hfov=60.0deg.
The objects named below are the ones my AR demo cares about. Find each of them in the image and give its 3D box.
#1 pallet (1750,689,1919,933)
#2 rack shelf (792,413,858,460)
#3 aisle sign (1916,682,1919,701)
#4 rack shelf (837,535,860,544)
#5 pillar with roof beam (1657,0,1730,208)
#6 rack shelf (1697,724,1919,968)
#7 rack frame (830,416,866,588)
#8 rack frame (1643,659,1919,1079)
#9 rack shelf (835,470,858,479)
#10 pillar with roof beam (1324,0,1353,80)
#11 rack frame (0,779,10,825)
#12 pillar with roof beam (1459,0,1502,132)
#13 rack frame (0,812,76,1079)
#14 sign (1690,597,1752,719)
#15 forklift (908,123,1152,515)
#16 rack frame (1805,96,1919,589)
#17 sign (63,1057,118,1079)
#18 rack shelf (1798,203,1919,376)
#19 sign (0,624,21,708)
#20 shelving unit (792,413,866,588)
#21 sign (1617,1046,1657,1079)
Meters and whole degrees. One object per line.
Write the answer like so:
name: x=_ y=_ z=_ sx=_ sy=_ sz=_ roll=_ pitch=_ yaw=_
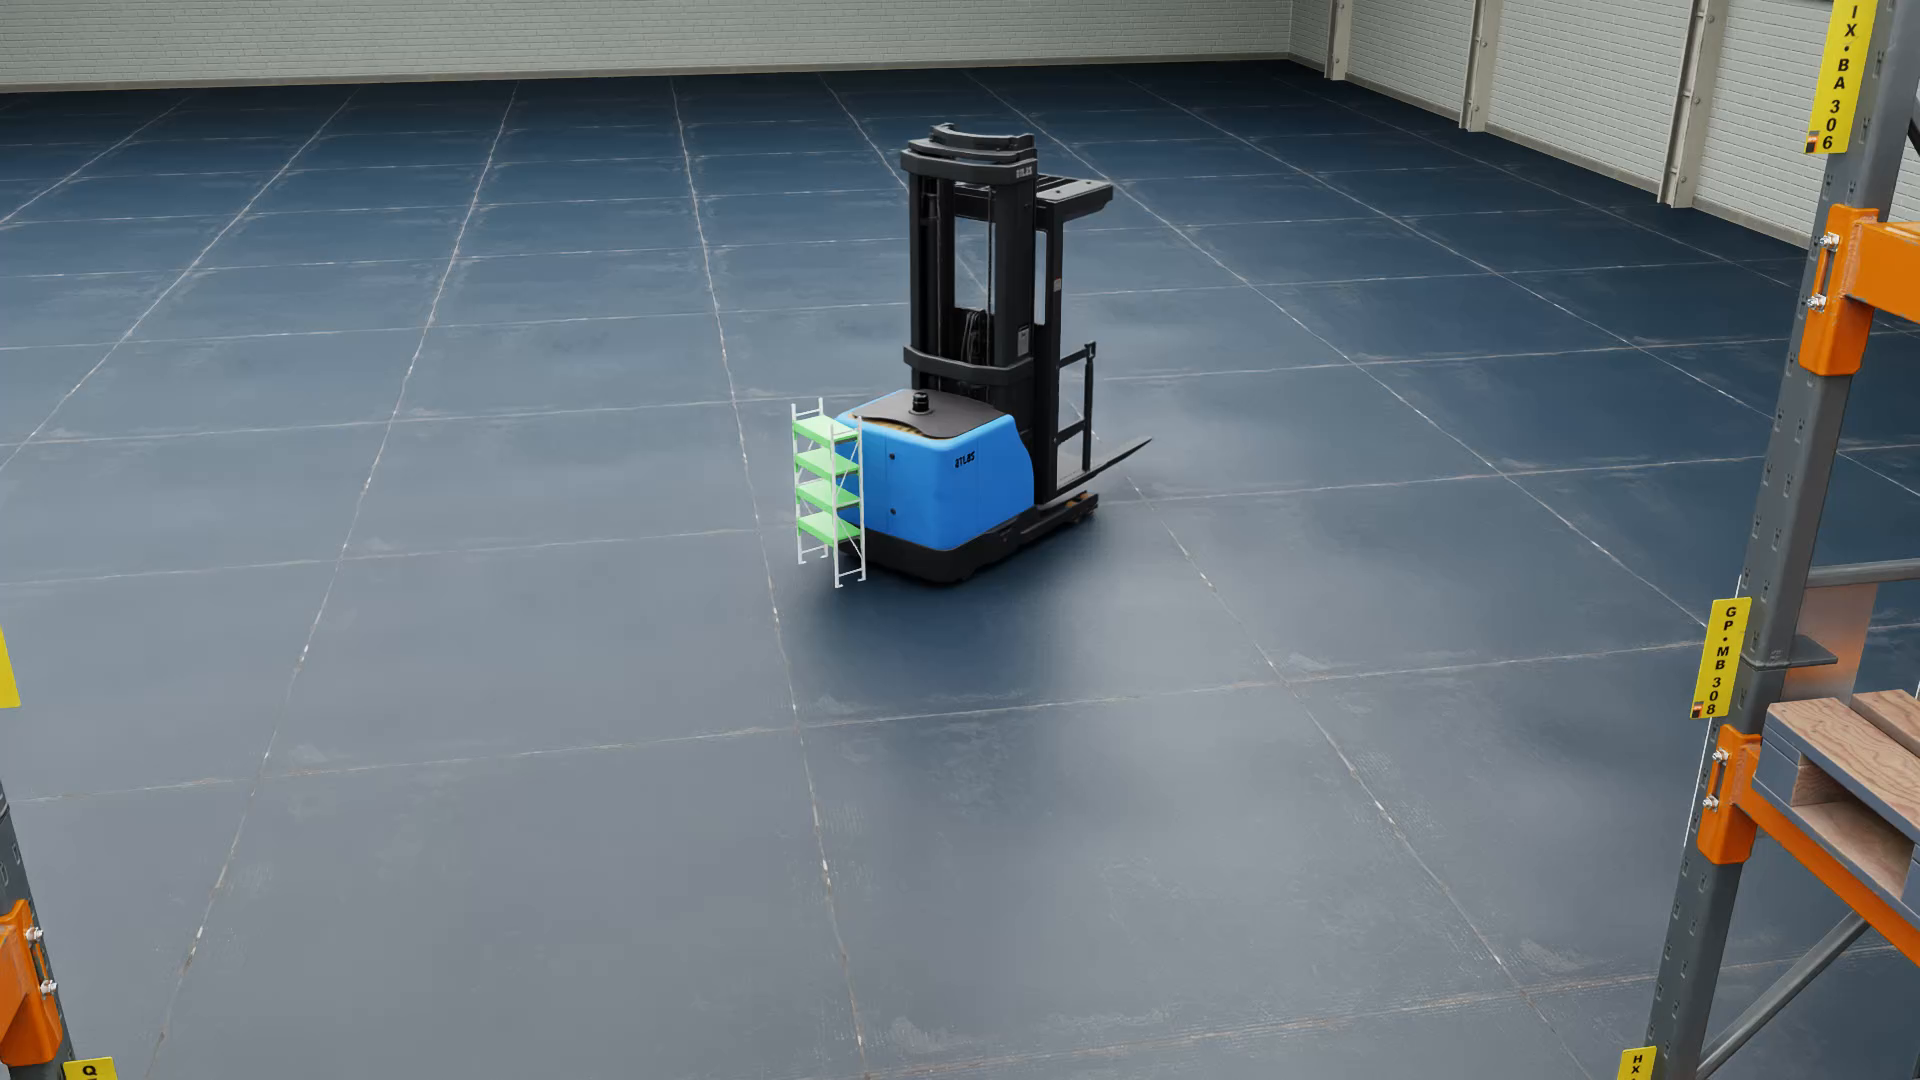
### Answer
pallet: x=2.463 y=0.676 z=3.443 sx=1.003 sy=0.211 sz=1.213 roll=-4 pitch=24 yaw=-10
rack shelf: x=-0.907 y=-0.708 z=11.332 sx=0.258 sy=0.148 sz=0.480 roll=-17 pitch=29 yaw=-33
aisle sign: x=2.684 y=0.390 z=4.362 sx=0.394 sy=0.787 sz=0.004 roll=-4 pitch=24 yaw=-10
rack shelf: x=-0.906 y=-0.075 z=11.609 sx=0.199 sy=0.029 sz=0.442 roll=-17 pitch=29 yaw=-33
pillar with roof beam: x=5.562 y=-8.401 z=20.243 sx=9.100 sy=9.000 sz=0.400 roll=-4 pitch=24 yaw=-10
rack shelf: x=2.776 y=1.373 z=2.510 sx=1.077 sy=0.370 sz=4.000 roll=-4 pitch=24 yaw=-10
rack frame: x=-0.762 y=-0.248 z=11.318 sx=0.240 sy=1.200 sz=0.015 roll=-17 pitch=29 yaw=-33
rack frame: x=2.406 y=1.631 z=4.767 sx=1.000 sy=3.000 sz=0.127 roll=-4 pitch=24 yaw=-10
rack shelf: x=-0.907 y=-0.514 z=11.417 sx=0.199 sy=0.029 sz=0.442 roll=-17 pitch=29 yaw=-33
pillar with roof beam: x=3.343 y=-13.121 z=31.050 sx=9.100 sy=9.000 sz=0.400 roll=-4 pitch=24 yaw=-10
rack frame: x=-2.462 y=-0.752 z=2.727 sx=1.000 sy=3.000 sz=0.127 roll=-4 pitch=24 yaw=-10
pillar with roof beam: x=4.453 y=-10.761 z=25.647 sx=9.100 sy=9.000 sz=0.400 roll=-4 pitch=24 yaw=-10
rack frame: x=-2.462 y=1.998 z=3.928 sx=1.000 sy=3.000 sz=0.127 roll=-4 pitch=24 yaw=-10
sign: x=1.864 y=0.291 z=4.076 sx=0.100 sy=0.325 sz=0.005 roll=-4 pitch=24 yaw=-10
forklift: x=0.402 y=-1.575 z=12.195 sx=1.121 sy=2.935 sz=3.031 roll=17 pitch=29 yaw=33
rack frame: x=2.403 y=-1.118 z=3.566 sx=0.949 sy=2.616 sz=0.053 roll=-4 pitch=24 yaw=-10
sign: x=-1.913 y=1.289 z=3.709 sx=0.100 sy=0.325 sz=0.005 roll=-4 pitch=24 yaw=-10
rack shelf: x=2.776 y=0.182 z=1.990 sx=1.077 sy=0.370 sz=4.000 roll=-4 pitch=24 yaw=-10
sign: x=-1.913 y=0.184 z=3.227 sx=0.100 sy=0.325 sz=0.005 roll=-4 pitch=24 yaw=-10
shelving unit: x=-0.903 y=-0.325 z=11.494 sx=0.258 sy=1.200 sz=0.492 roll=-17 pitch=29 yaw=-33
sign: x=1.864 y=1.543 z=4.623 sx=0.100 sy=0.325 sz=0.005 roll=-4 pitch=24 yaw=-10
